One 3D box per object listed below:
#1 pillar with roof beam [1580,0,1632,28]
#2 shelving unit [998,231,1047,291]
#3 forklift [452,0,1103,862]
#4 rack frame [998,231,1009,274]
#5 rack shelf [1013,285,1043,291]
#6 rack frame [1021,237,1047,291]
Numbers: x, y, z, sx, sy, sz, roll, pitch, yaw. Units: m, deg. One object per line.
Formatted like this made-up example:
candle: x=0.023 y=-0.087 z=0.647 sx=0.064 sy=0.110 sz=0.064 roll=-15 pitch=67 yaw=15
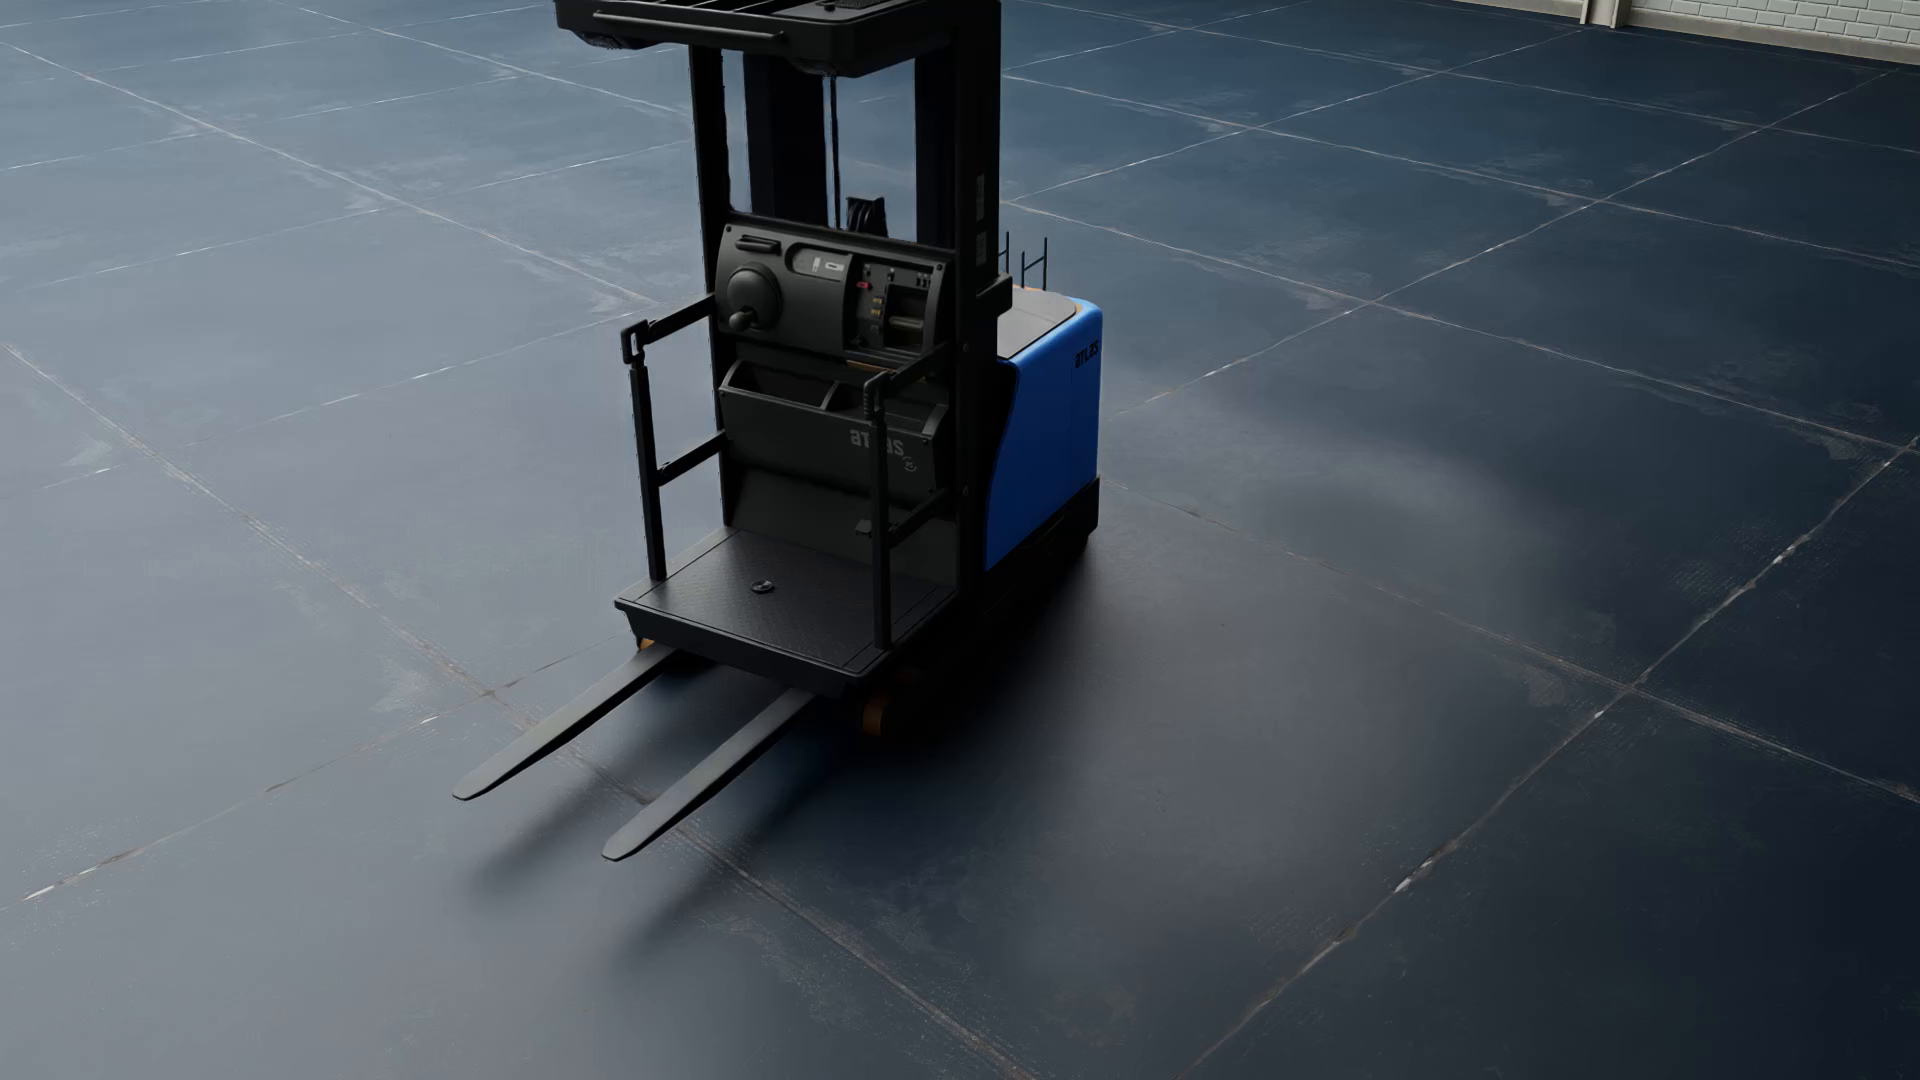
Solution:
pillar with roof beam: x=3.834 y=-8.049 z=12.889 sx=0.400 sy=9.000 sz=9.100 roll=25 pitch=36 yaw=38
shelving unit: x=0.235 y=-0.743 z=7.373 sx=0.189 sy=1.200 sz=0.258 roll=14 pitch=31 yaw=25
forklift: x=-0.567 y=-0.833 z=5.685 sx=1.130 sy=2.935 sz=3.031 roll=15 pitch=31 yaw=26
rack frame: x=0.155 y=-0.763 z=7.412 sx=0.006 sy=1.200 sz=0.240 roll=14 pitch=31 yaw=25
rack shelf: x=0.235 y=-1.022 z=7.226 sx=0.180 sy=0.103 sz=0.258 roll=14 pitch=31 yaw=25
rack frame: x=0.316 y=-0.723 z=7.335 sx=0.006 sy=1.200 sz=0.240 roll=14 pitch=31 yaw=25
